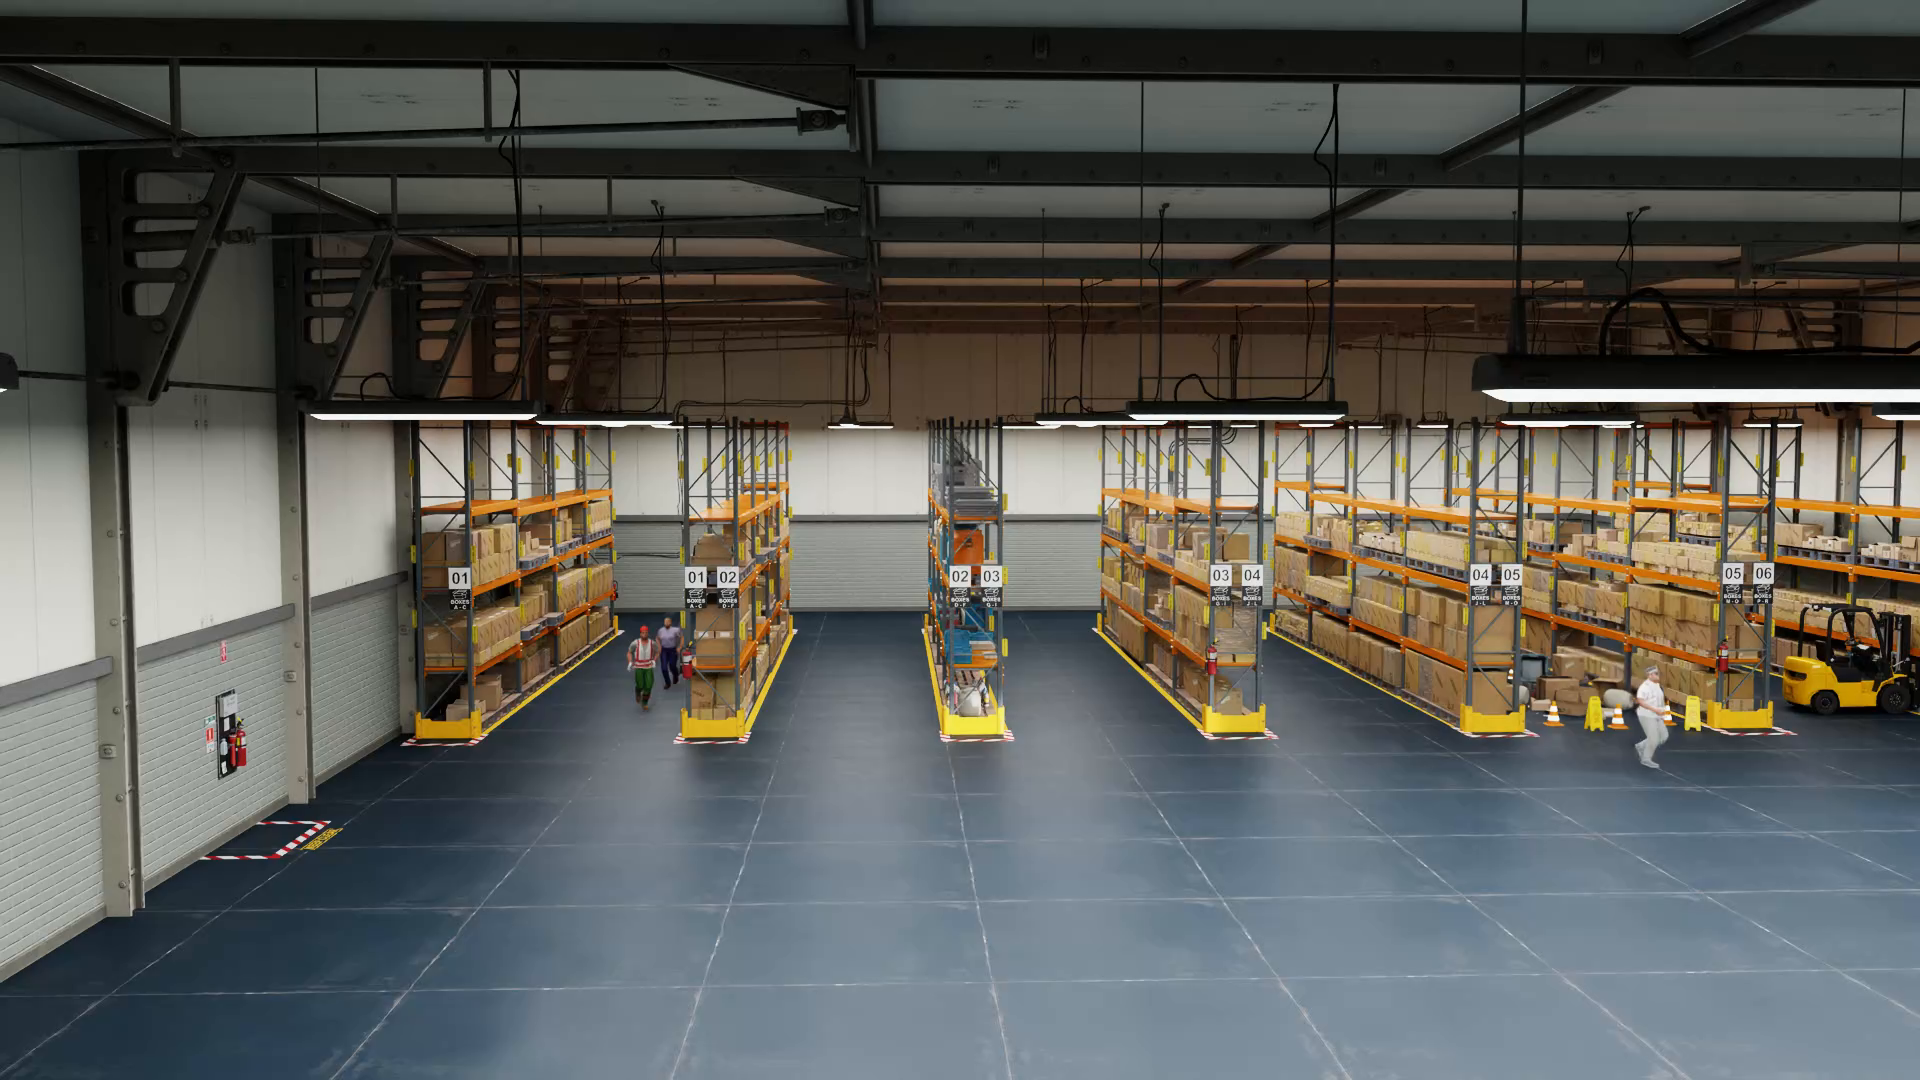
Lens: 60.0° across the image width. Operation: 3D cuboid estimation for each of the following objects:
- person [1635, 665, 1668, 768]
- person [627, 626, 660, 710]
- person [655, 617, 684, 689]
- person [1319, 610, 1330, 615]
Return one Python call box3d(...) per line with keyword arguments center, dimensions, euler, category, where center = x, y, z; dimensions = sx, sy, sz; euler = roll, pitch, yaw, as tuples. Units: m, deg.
box3d(center=(11.790, 2.996, 28.403), dimensions=(0.655, 1.746, 0.594), euler=(-4, 5, -43), category="person")
box3d(center=(-6.497, 2.628, 34.178), dimensions=(0.659, 1.731, 0.635), euler=(-1, 4, -18), category="person")
box3d(center=(-6.491, 2.510, 37.070), dimensions=(0.619, 1.606, 0.571), euler=(0, 4, 0), category="person")
box3d(center=(10.624, 1.733, 48.546), dimensions=(0.583, 1.633, 0.676), euler=(-3, 5, -35), category="person")
